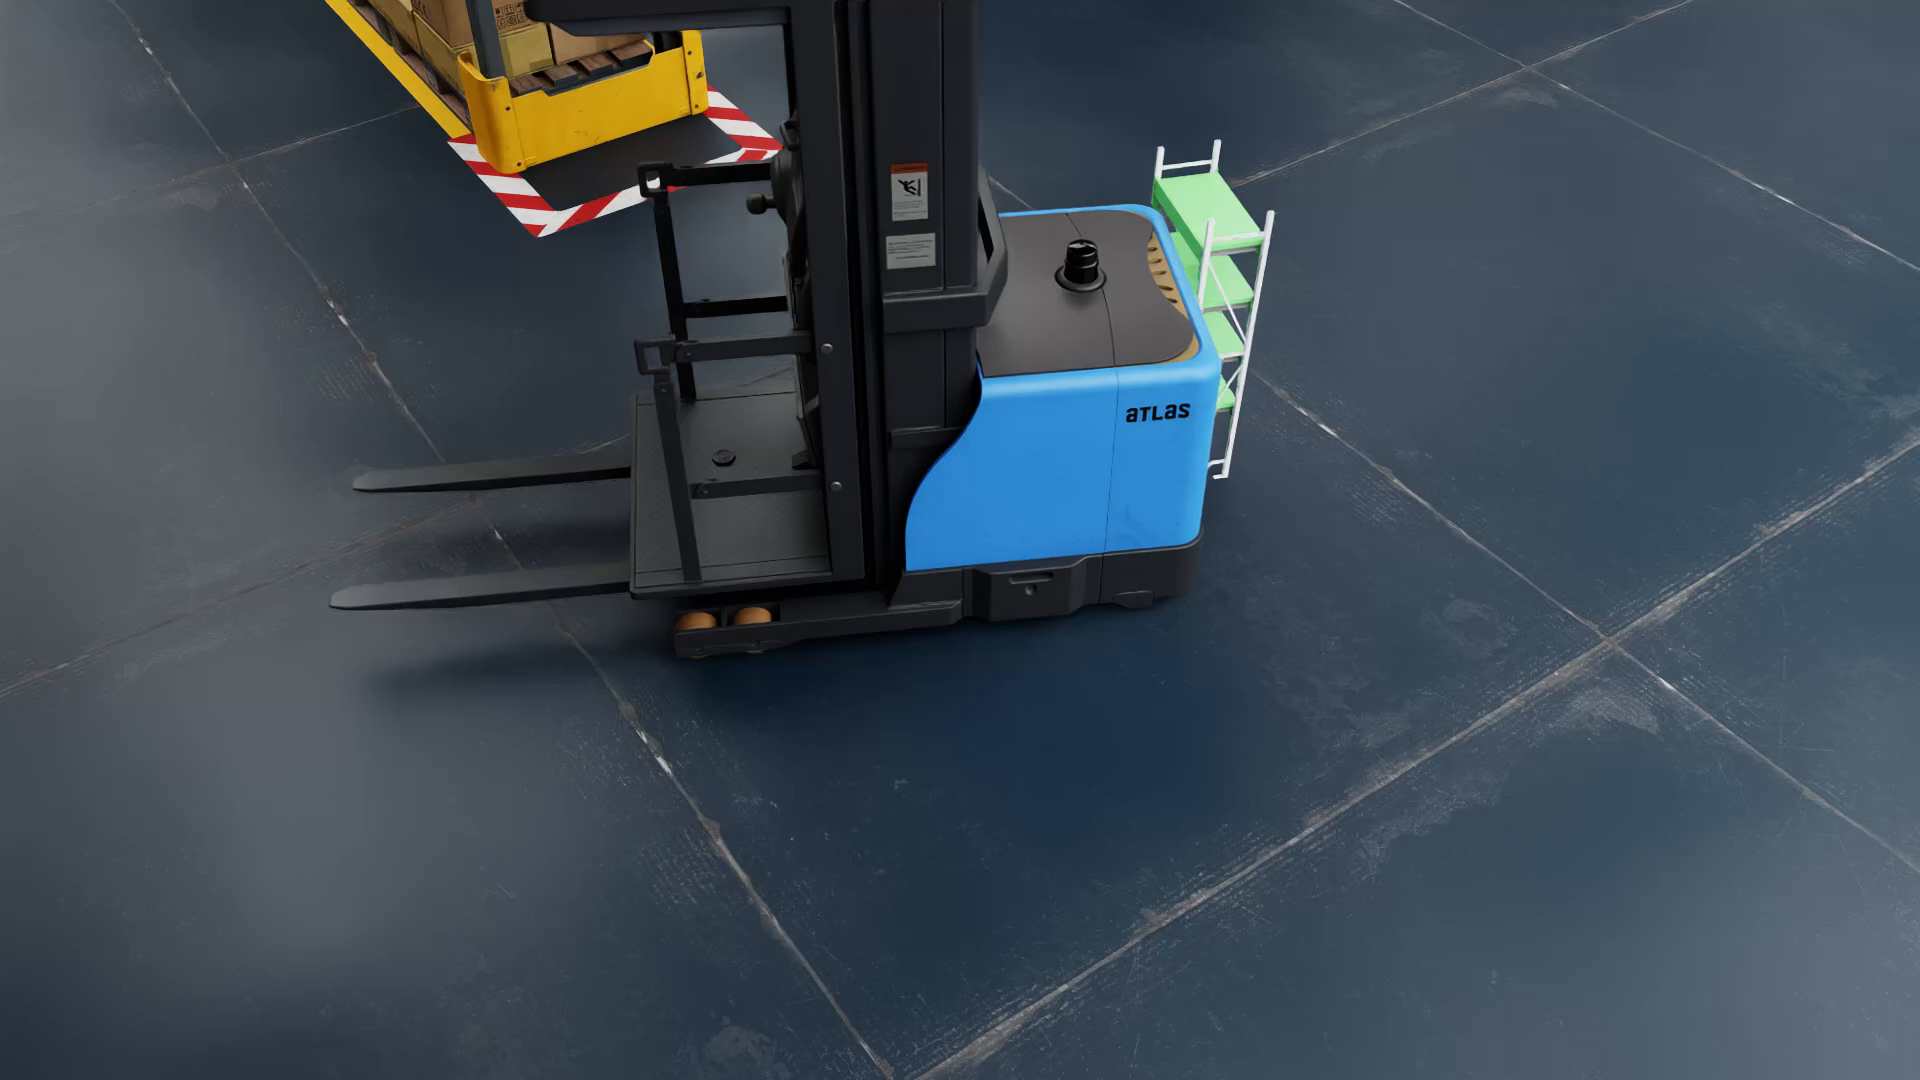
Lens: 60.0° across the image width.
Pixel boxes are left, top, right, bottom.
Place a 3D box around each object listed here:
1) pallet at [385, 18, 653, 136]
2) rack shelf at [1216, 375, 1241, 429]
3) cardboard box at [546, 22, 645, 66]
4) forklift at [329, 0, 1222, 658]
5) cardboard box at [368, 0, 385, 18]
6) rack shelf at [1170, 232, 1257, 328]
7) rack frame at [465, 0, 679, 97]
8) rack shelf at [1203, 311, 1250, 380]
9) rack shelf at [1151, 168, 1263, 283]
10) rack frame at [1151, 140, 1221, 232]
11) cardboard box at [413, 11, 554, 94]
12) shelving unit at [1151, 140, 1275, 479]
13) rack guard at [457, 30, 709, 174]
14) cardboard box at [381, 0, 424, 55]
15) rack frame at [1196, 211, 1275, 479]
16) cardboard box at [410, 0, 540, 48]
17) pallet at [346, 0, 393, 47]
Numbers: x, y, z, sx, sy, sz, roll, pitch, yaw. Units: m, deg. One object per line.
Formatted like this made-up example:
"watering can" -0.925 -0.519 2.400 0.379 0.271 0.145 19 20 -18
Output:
"pallet" -2.335 -2.602 8.823 1.003 0.211 1.213 -26 49 -24
"rack shelf" 0.872 -0.608 6.454 0.258 0.148 0.480 -10 45 -12
"cardboard box" -1.988 -2.743 8.638 0.500 0.250 0.500 -26 49 -24
"forklift" -0.702 -1.037 5.214 3.031 2.935 1.130 -5 44 -5
"cardboard box" -2.996 -3.099 9.012 0.500 0.250 0.500 -26 49 -24
"rack shelf" 0.883 -0.958 6.124 0.258 0.148 0.480 -10 45 -12
"rack frame" -1.863 -3.194 7.424 1.000 3.000 0.127 -26 49 -24
"rack shelf" 0.878 -0.783 6.289 0.258 0.148 0.480 -10 45 -12
"rack shelf" 0.889 -1.132 5.960 0.258 0.148 0.480 -10 45 -12
"rack frame" 0.814 -0.992 6.415 0.240 1.200 0.015 -10 45 -12
"cardboard box" -2.413 -2.539 8.424 0.500 0.250 0.500 -26 49 -24
"shelving unit" 0.879 -0.830 6.245 0.258 1.200 0.503 -10 45 -12
"rack guard" -1.850 -2.276 8.273 1.175 0.500 0.348 -26 49 -24
"cardboard box" -2.708 -2.817 8.716 0.500 0.250 0.500 -26 49 -24
"rack frame" 0.944 -0.667 6.075 0.240 1.200 0.015 -10 45 -12
"cardboard box" -2.414 -2.809 8.164 0.500 0.500 0.500 -26 49 -24
"pallet" -3.029 -3.293 9.546 1.003 0.211 1.213 -26 49 -24
